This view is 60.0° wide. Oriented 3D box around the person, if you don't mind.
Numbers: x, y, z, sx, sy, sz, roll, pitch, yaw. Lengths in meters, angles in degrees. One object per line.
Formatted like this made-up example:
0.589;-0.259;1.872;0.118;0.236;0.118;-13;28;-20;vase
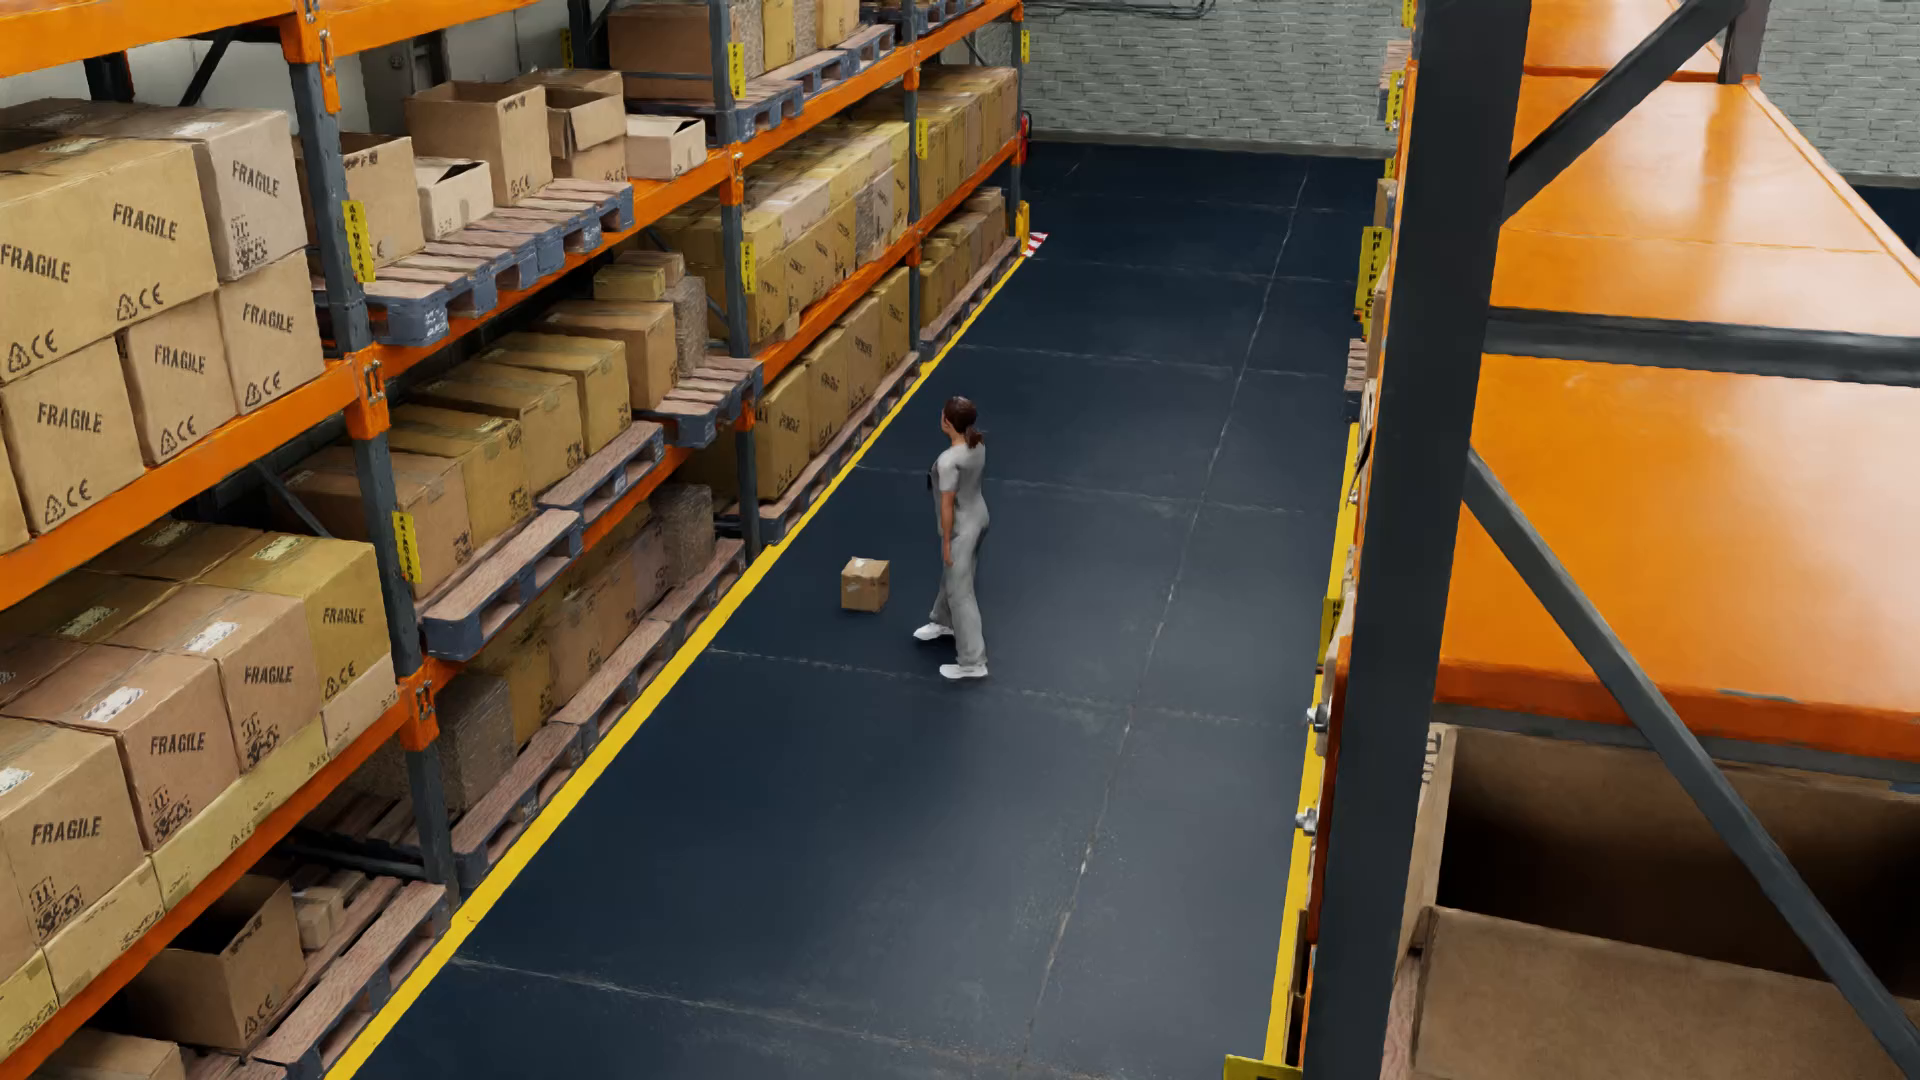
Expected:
-0.022;-0.043;9.809;0.618;1.671;0.536;12;28;24;person
